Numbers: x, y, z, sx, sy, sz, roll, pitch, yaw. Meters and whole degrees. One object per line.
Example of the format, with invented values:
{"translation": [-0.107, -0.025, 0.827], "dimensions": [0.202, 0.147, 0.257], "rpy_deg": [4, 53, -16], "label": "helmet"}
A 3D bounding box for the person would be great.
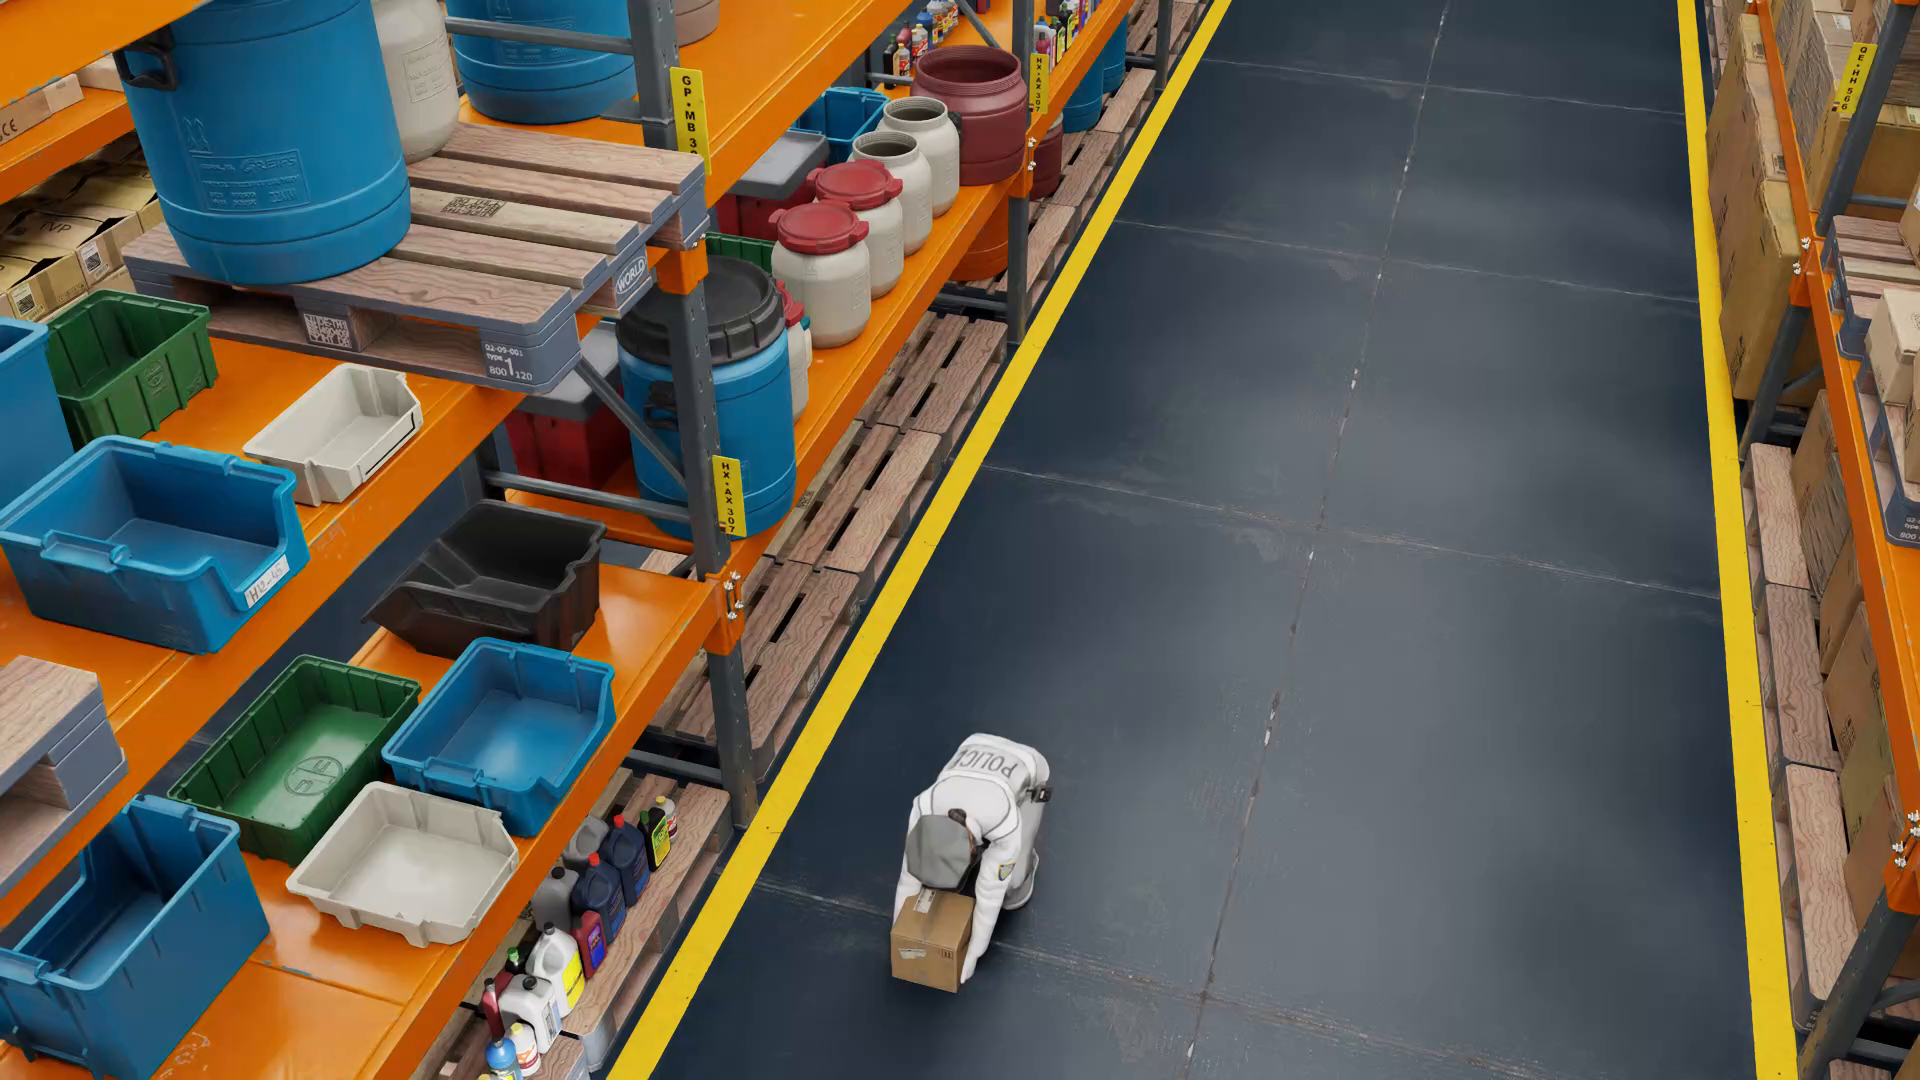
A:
{"translation": [0.052, 1.127, 6.200], "dimensions": [0.464, 0.841, 0.892], "rpy_deg": [16, 40, 20], "label": "person"}
